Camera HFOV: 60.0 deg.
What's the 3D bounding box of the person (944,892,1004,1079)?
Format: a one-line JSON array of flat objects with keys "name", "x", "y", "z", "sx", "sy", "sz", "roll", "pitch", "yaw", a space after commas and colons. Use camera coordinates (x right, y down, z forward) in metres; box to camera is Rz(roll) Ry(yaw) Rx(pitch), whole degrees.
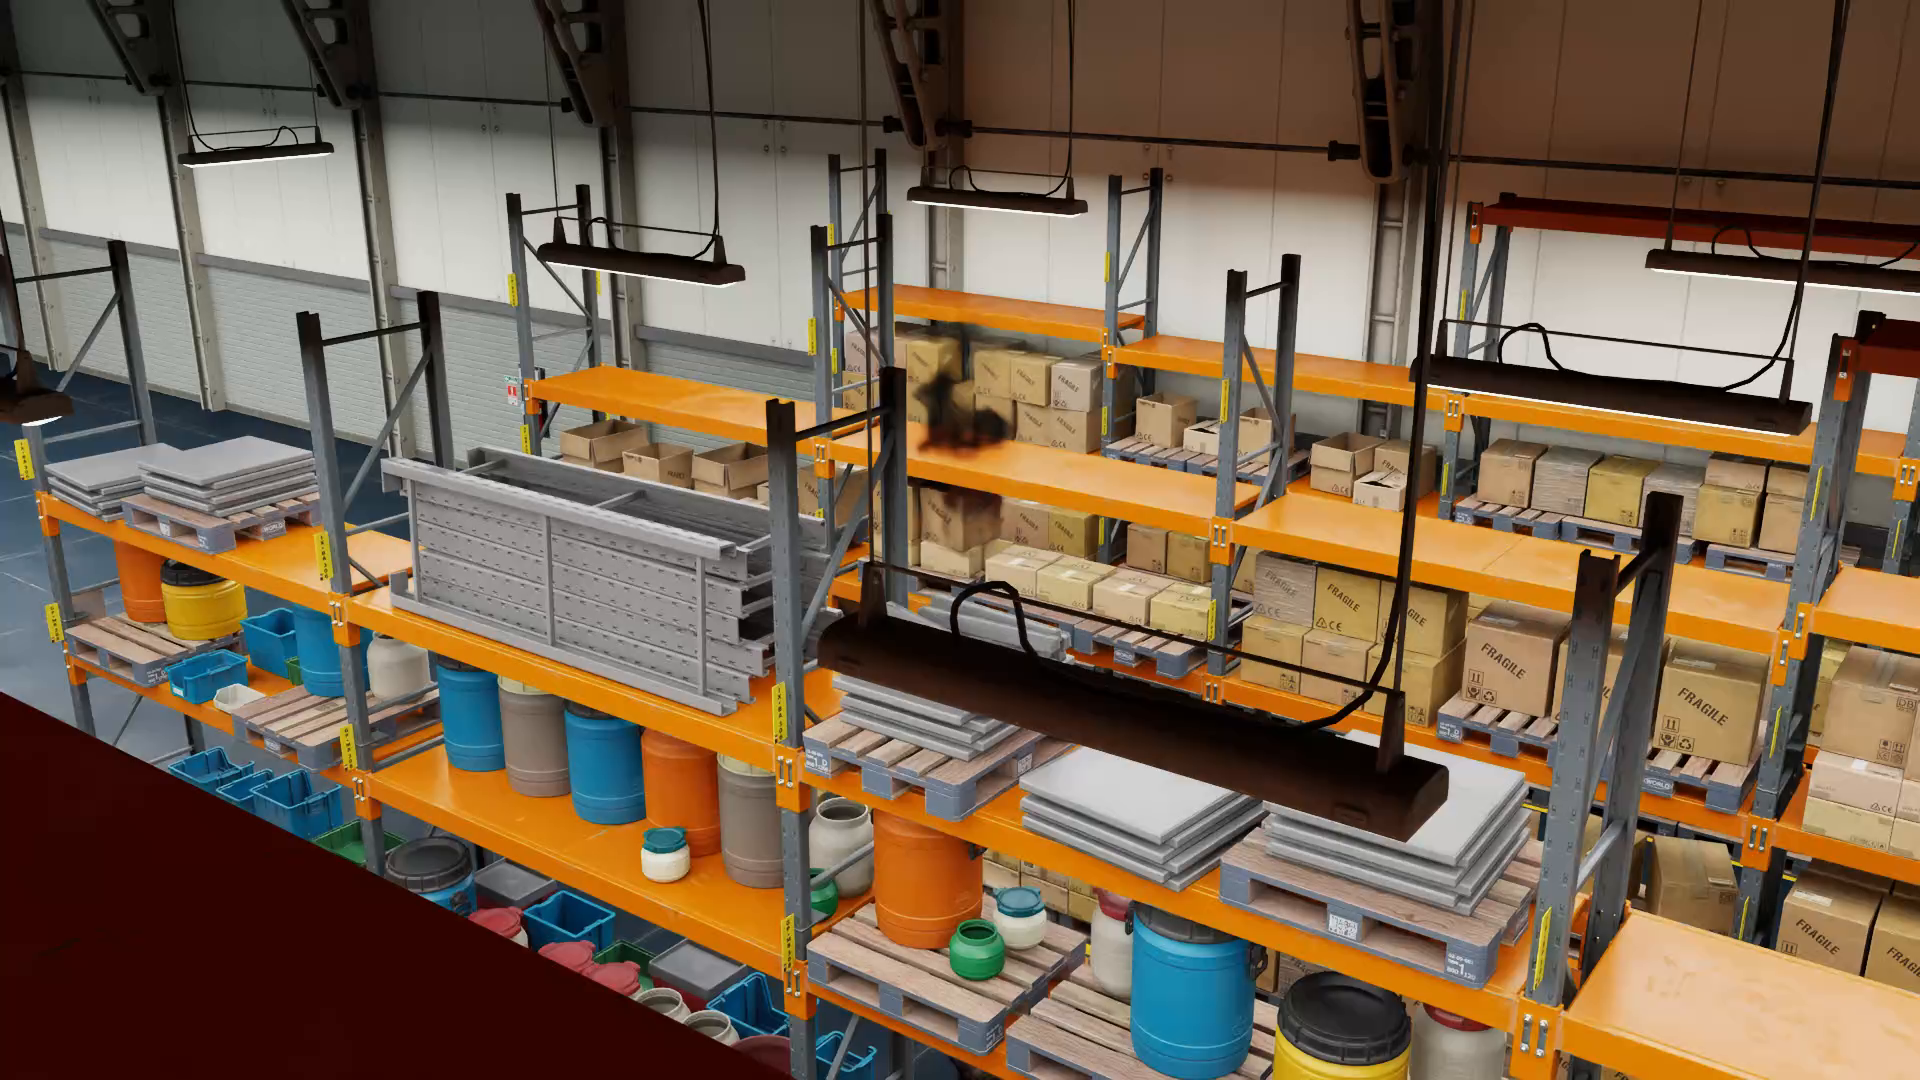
[{"name": "person", "x": 0.046, "y": 3.357, "z": 12.359, "sx": 0.647, "sy": 1.681, "sz": 0.642, "roll": 8, "pitch": 20, "yaw": 24}]
